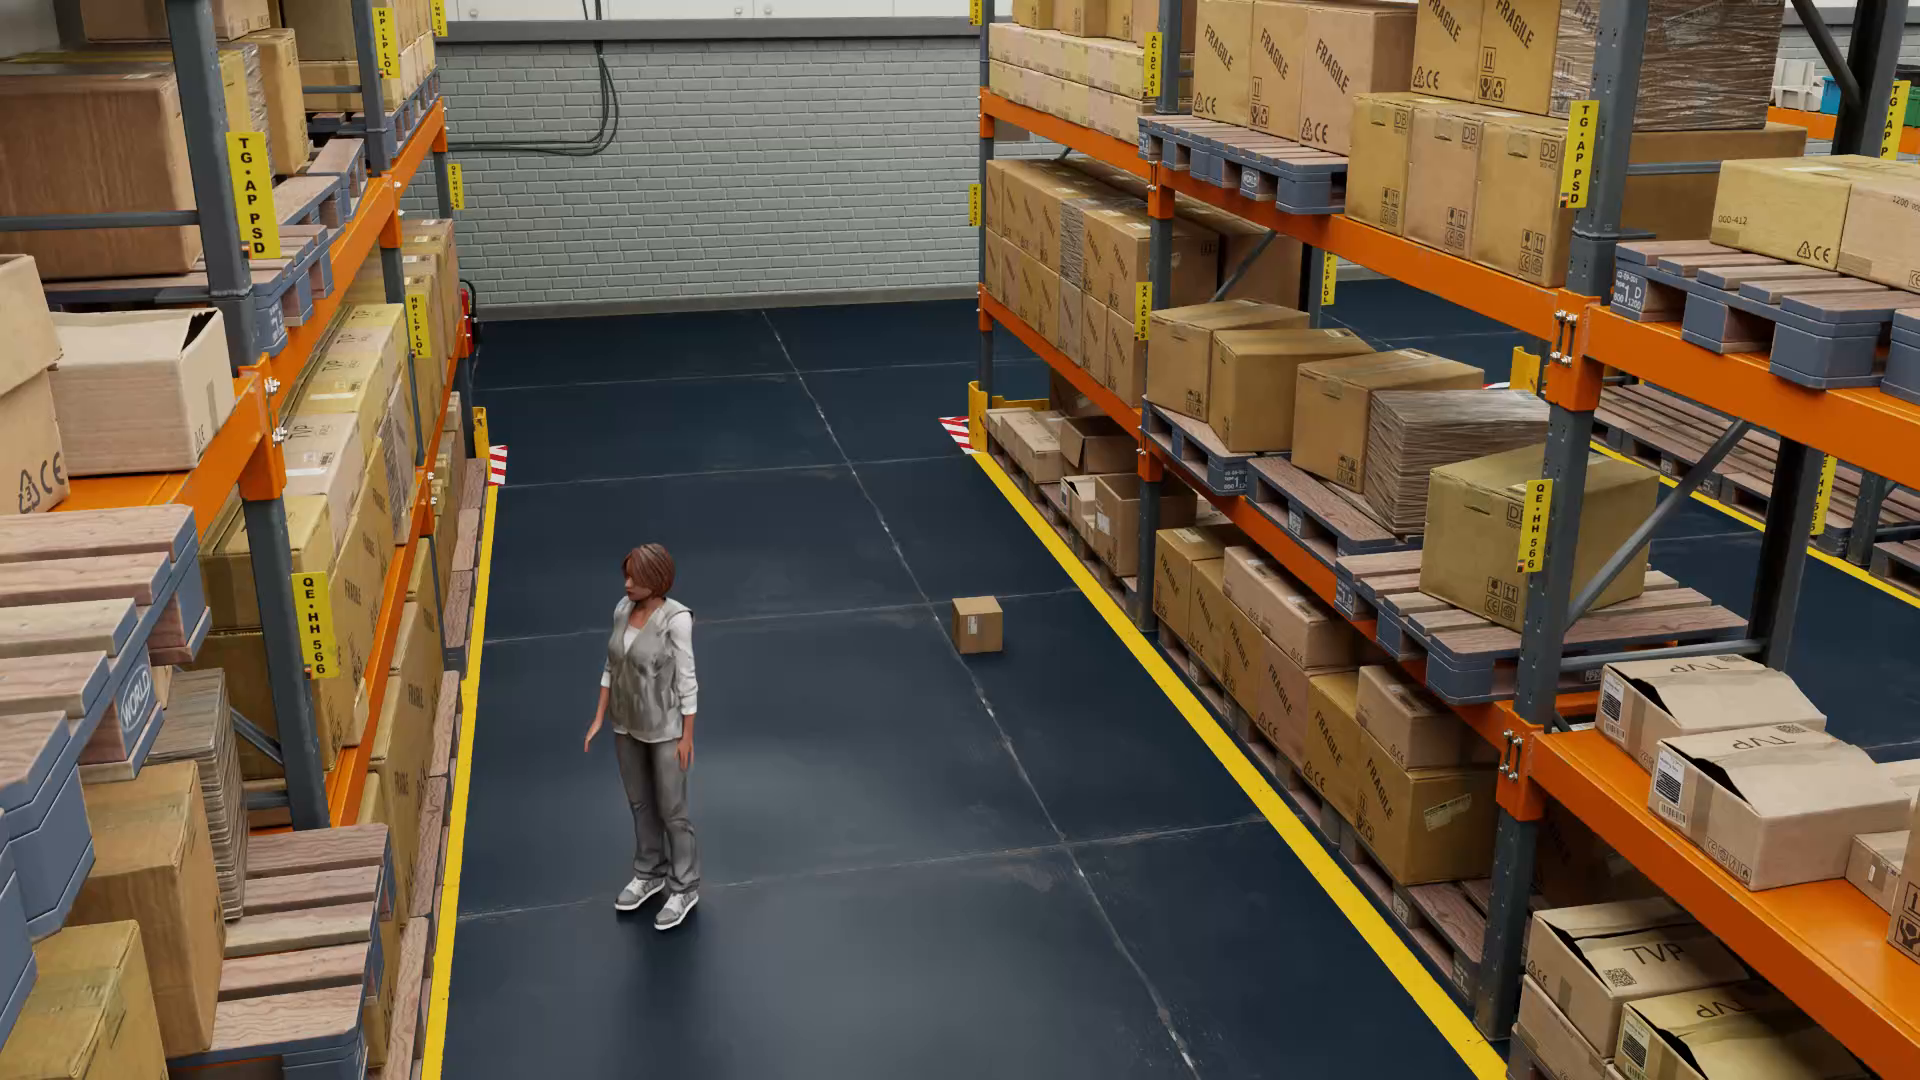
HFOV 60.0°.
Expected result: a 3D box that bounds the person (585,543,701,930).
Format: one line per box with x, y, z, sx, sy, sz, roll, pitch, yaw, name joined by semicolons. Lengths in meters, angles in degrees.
-1.285;0.794;6.850;0.439;1.616;0.366;12;23;30;person
